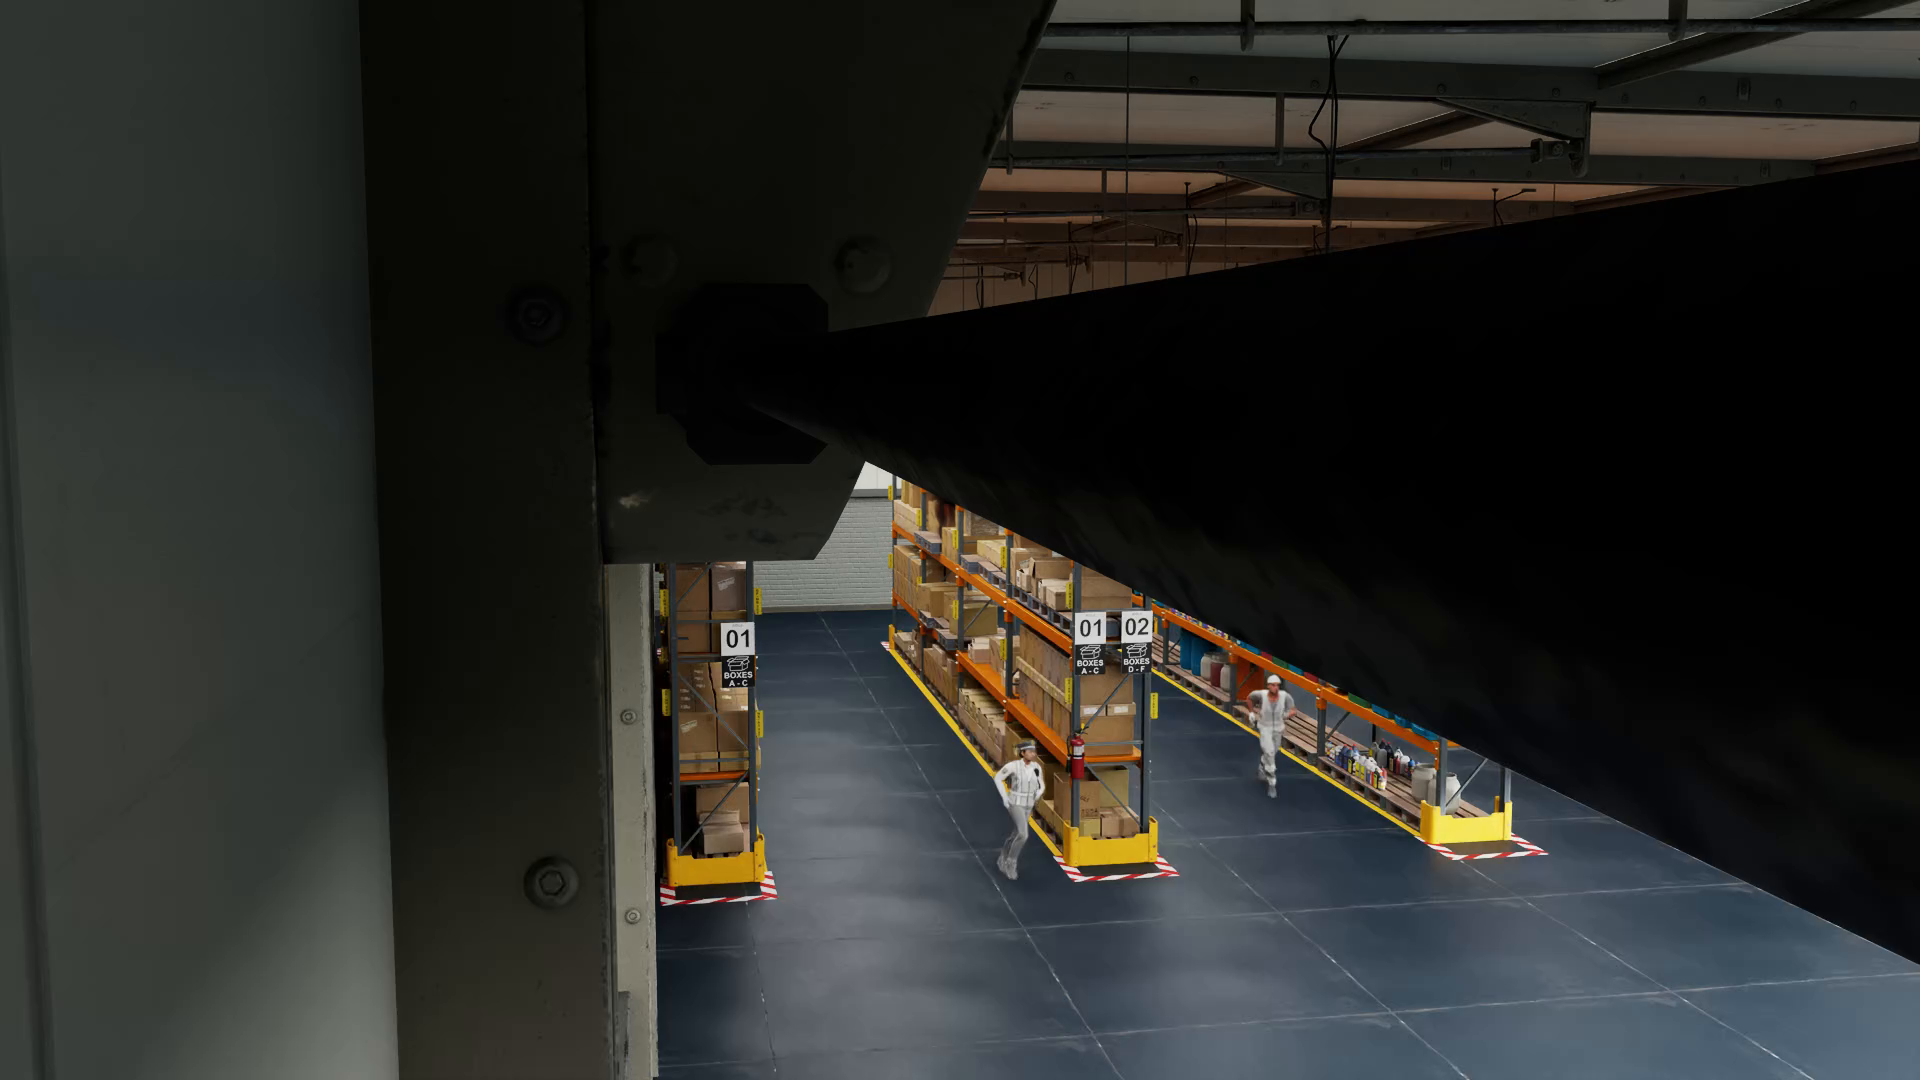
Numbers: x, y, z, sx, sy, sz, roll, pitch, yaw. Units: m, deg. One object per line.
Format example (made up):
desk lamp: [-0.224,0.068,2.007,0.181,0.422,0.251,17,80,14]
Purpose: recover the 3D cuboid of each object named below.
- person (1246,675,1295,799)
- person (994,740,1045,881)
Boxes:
person: [4.554,2.822,24.468,0.653,1.793,0.989,-1,6,-7]
person: [0.771,3.304,20.505,0.592,1.711,0.629,-4,8,-36]
